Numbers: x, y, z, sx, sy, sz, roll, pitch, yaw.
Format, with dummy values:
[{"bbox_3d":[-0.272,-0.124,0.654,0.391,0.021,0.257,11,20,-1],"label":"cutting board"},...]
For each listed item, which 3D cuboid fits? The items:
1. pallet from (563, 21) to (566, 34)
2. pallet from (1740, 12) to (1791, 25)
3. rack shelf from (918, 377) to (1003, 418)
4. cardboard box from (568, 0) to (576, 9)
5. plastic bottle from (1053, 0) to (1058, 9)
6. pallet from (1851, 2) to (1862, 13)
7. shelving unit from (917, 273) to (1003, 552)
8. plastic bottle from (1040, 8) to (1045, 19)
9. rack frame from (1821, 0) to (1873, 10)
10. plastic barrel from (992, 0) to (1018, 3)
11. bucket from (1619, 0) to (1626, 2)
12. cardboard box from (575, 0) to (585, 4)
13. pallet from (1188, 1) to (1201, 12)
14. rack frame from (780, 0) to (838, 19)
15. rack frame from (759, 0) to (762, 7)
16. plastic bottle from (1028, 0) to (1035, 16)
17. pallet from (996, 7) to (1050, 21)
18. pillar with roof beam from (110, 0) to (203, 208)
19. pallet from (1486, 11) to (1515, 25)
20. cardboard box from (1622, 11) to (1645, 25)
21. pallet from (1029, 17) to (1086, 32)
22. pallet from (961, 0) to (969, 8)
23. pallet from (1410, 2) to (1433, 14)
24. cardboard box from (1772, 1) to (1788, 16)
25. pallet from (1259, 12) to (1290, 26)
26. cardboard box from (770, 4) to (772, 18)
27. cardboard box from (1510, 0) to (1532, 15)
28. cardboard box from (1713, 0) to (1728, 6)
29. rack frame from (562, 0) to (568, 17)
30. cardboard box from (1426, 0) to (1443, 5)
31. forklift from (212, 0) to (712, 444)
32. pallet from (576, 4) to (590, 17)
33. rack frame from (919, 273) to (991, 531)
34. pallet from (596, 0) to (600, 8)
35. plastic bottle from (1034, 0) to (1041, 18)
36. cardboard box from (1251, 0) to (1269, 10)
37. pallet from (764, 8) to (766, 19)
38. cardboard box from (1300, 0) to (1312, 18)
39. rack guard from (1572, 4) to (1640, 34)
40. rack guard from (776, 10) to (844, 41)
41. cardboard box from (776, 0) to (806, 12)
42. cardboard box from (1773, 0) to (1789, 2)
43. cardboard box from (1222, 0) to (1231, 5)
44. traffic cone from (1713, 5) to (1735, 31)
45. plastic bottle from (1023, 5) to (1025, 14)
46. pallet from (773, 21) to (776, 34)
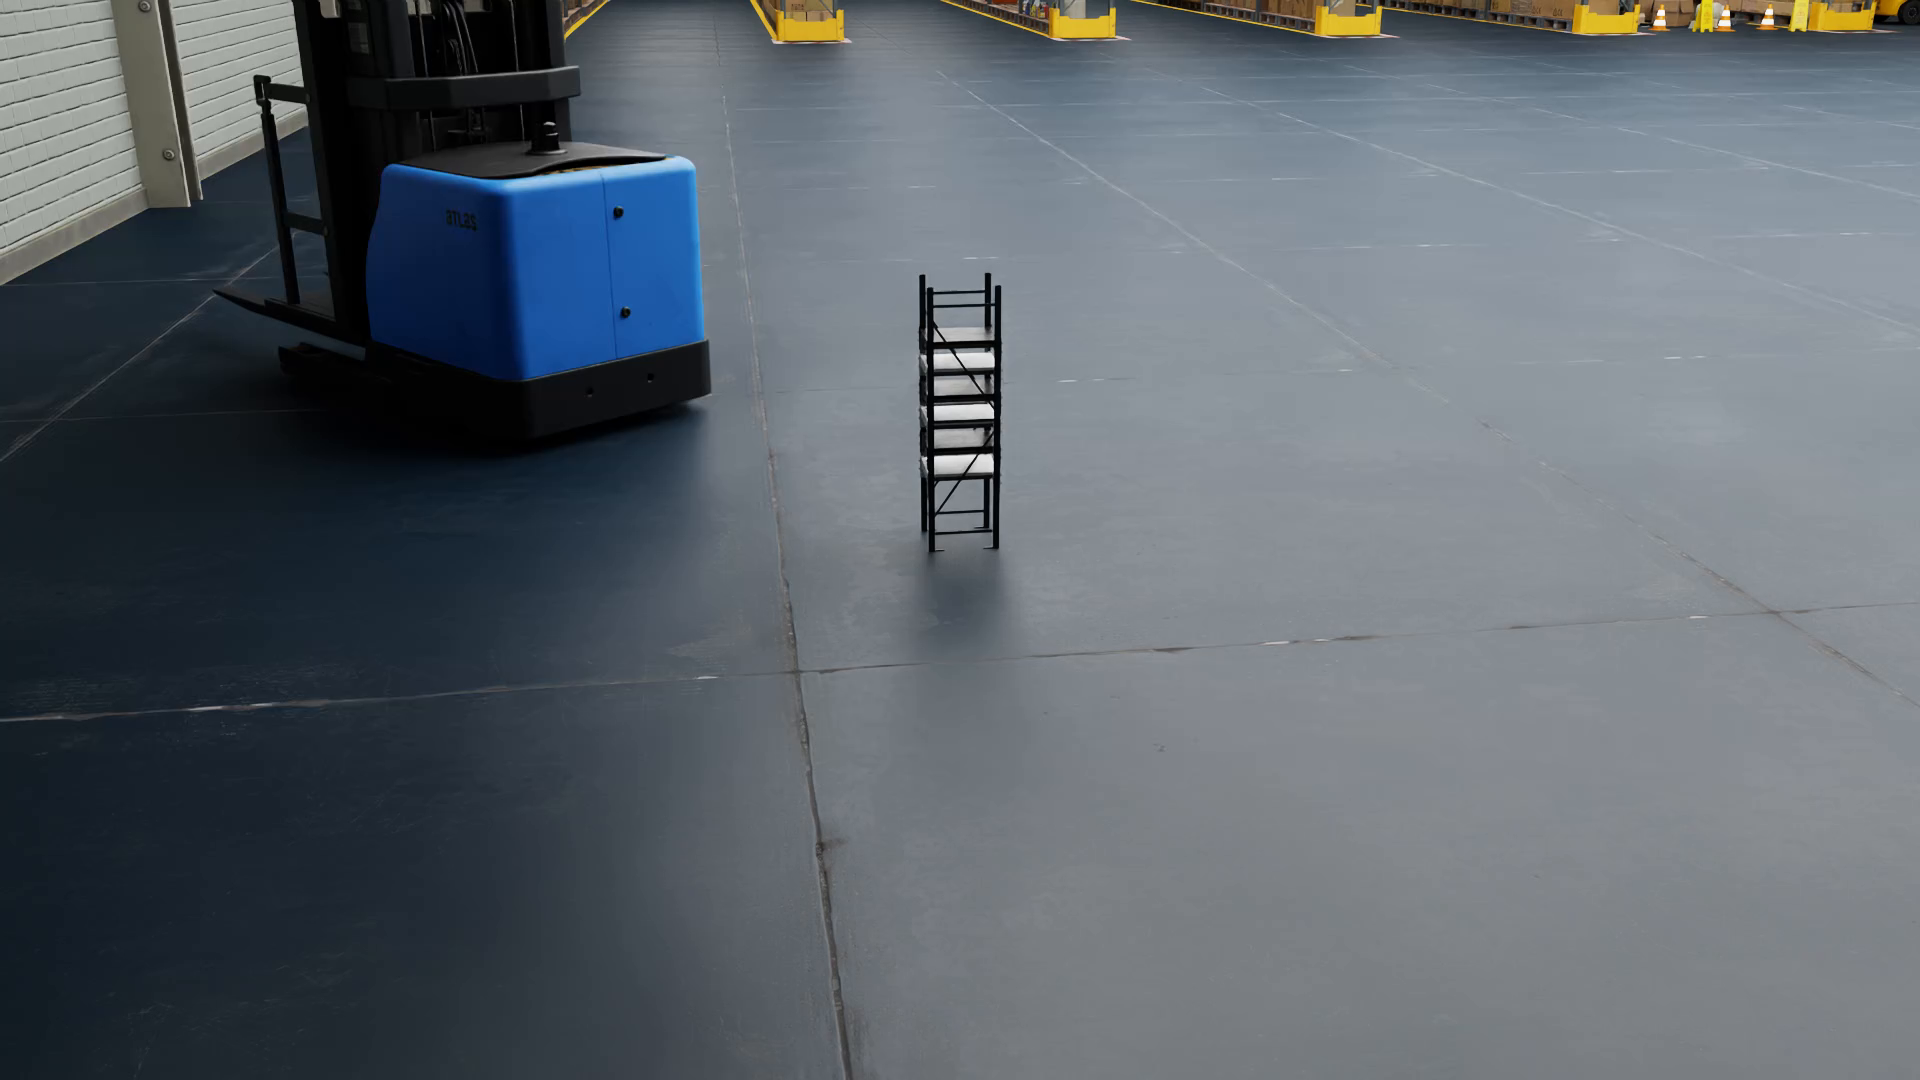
[{"bbox_3d":[-7.806,-9.394,30.566,1.003,0.211,1.213,-3,21,-8],"label":"pallet"},{"bbox_3d":[16.705,-10.643,33.911,1.003,0.211,1.213,-3,21,-8],"label":"pallet"},{"bbox_3d":[-0.001,-0.477,5.546,0.258,0.077,0.200,-3,21,-8],"label":"rack shelf"},{"bbox_3d":[-8.538,-11.528,35.238,0.700,0.500,0.500,-3,21,-7],"label":"cardboard box"},{"bbox_3d":[1.922,-10.604,32.976,0.144,0.351,0.185,-3,21,-8],"label":"plastic bottle"},{"bbox_3d":[20.981,-12.226,38.147,1.003,0.211,1.213,-3,21,-8],"label":"pallet"},{"bbox_3d":[-0.001,-0.424,5.566,0.258,0.900,0.210,-3,21,-8],"label":"shelving unit"},{"bbox_3d":[1.564,-9.978,31.515,0.097,0.201,0.097,0,20,0],"label":"plastic bottle"},{"bbox_3d":[16.971,-11.219,31.467,1.000,3.000,0.127,-3,21,-8],"label":"rack frame"},{"bbox_3d":[1.022,-12.588,37.633,0.600,0.830,0.708,-3,21,-8],"label":"plastic barrel"},{"bbox_3d":[13.811,-11.567,34.904,0.726,0.611,0.620,4,11,11],"label":"bucket"},{"bbox_3d":[-8.670,-12.190,36.540,0.750,0.750,0.750,-3,21,-8],"label":"cardboard box"},{"bbox_3d":[5.972,-12.459,38.773,1.003,0.211,1.213,-3,21,-8],"label":"pallet"},{"bbox_3d":[-2.639,-10.221,28.794,1.000,3.000,0.127,-3,21,-8],"label":"rack frame"},{"bbox_3d":[-4.369,-14.375,39.918,1.000,3.000,0.127,-3,21,-8],"label":"rack frame"},{"bbox_3d":[1.419,-10.454,32.575,0.144,0.351,0.185,-4,21,-10],"label":"plastic bottle"},{"bbox_3d":[1.356,-11.241,35.512,1.003,0.211,1.213,-3,21,-8],"label":"pallet"},{"bbox_3d":[-1.643,-6.964,11.499,9.100,9.000,0.400,-3,21,-8],"label":"pillar with roof beam"},{"bbox_3d":[11.543,-10.746,34.185,1.003,0.211,1.213,-3,21,-8],"label":"pallet"},{"bbox_3d":[13.581,-10.536,33.546,0.396,0.266,0.258,1,20,2],"label":"cardboard box"},{"bbox_3d":[1.921,-9.890,31.894,1.003,0.211,1.213,-3,21,-8],"label":"pallet"},{"bbox_3d":[0.603,-13.048,40.351,1.003,0.211,1.213,-3,21,-8],"label":"pallet"},{"bbox_3d":[10.973,-12.121,37.867,1.003,0.211,1.213,-3,21,-8],"label":"pallet"},{"bbox_3d":[16.521,-10.574,33.068,0.500,0.250,0.500,-3,21,-8],"label":"cardboard box"},{"bbox_3d":[6.719,-10.567,33.706,1.003,0.211,1.213,-3,21,-8],"label":"pallet"},{"bbox_3d":[-3.382,-10.165,31.975,0.500,0.250,0.500,-3,21,-8],"label":"cardboard box"},{"bbox_3d":[11.666,-10.987,33.283,0.875,0.875,0.875,-3,21,-7],"label":"cardboard box"},{"bbox_3d":[16.212,-11.295,34.999,0.500,0.250,0.500,-4,21,-10],"label":"cardboard box"},{"bbox_3d":[-8.117,-11.354,31.830,1.000,3.000,0.127,-3,21,-8],"label":"rack frame"},{"bbox_3d":[11.062,-12.329,37.054,1.050,0.750,0.750,-3,21,-7],"label":"cardboard box"},{"bbox_3d":[-2.502,-2.177,7.356,3.031,2.935,1.130,18,27,40],"label":"forklift"},{"bbox_3d":[-8.733,-11.710,36.767,1.003,0.211,1.213,-3,21,-8],"label":"pallet"},{"bbox_3d":[-0.016,-0.460,5.660,0.240,0.900,0.006,-3,21,-8],"label":"rack frame"},{"bbox_3d":[-9.303,-13.085,40.449,1.003,0.211,1.213,-3,21,-8],"label":"pallet"},{"bbox_3d":[1.507,-10.242,32.008,0.144,0.351,0.185,-2,21,-6],"label":"plastic bottle"},{"bbox_3d":[6.520,-11.353,34.769,0.700,0.500,0.500,-5,21,-12],"label":"cardboard box"},{"bbox_3d":[-3.712,-11.397,35.930,1.003,0.211,1.213,-3,21,-8],"label":"pallet"},{"bbox_3d":[6.899,-10.385,32.206,0.500,0.500,0.500,-1,21,-3],"label":"cardboard box"},{"bbox_3d":[12.090,-9.755,31.120,1.175,0.500,0.348,-3,21,-8],"label":"rack guard"},{"bbox_3d":[-2.636,-9.041,29.209,1.175,0.500,0.348,-3,21,-8],"label":"rack guard"},{"bbox_3d":[-3.011,-9.651,29.527,0.500,0.500,0.500,-3,21,-8],"label":"cardboard box"},{"bbox_3d":[16.519,-10.924,32.934,0.500,0.500,0.500,-2,21,-6],"label":"cardboard box"},{"bbox_3d":[6.220,-12.102,36.774,0.700,0.500,0.500,-5,21,-12],"label":"cardboard box"},{"bbox_3d":[14.583,-9.941,31.670,0.336,0.463,0.334,-3,21,-8],"label":"traffic cone"},{"bbox_3d":[1.313,-10.582,33.131,0.097,0.201,0.097,0,20,0],"label":"plastic bottle"},{"bbox_3d":[-2.963,-9.599,31.114,1.003,0.211,1.213,-3,21,-8],"label":"pallet"}]
